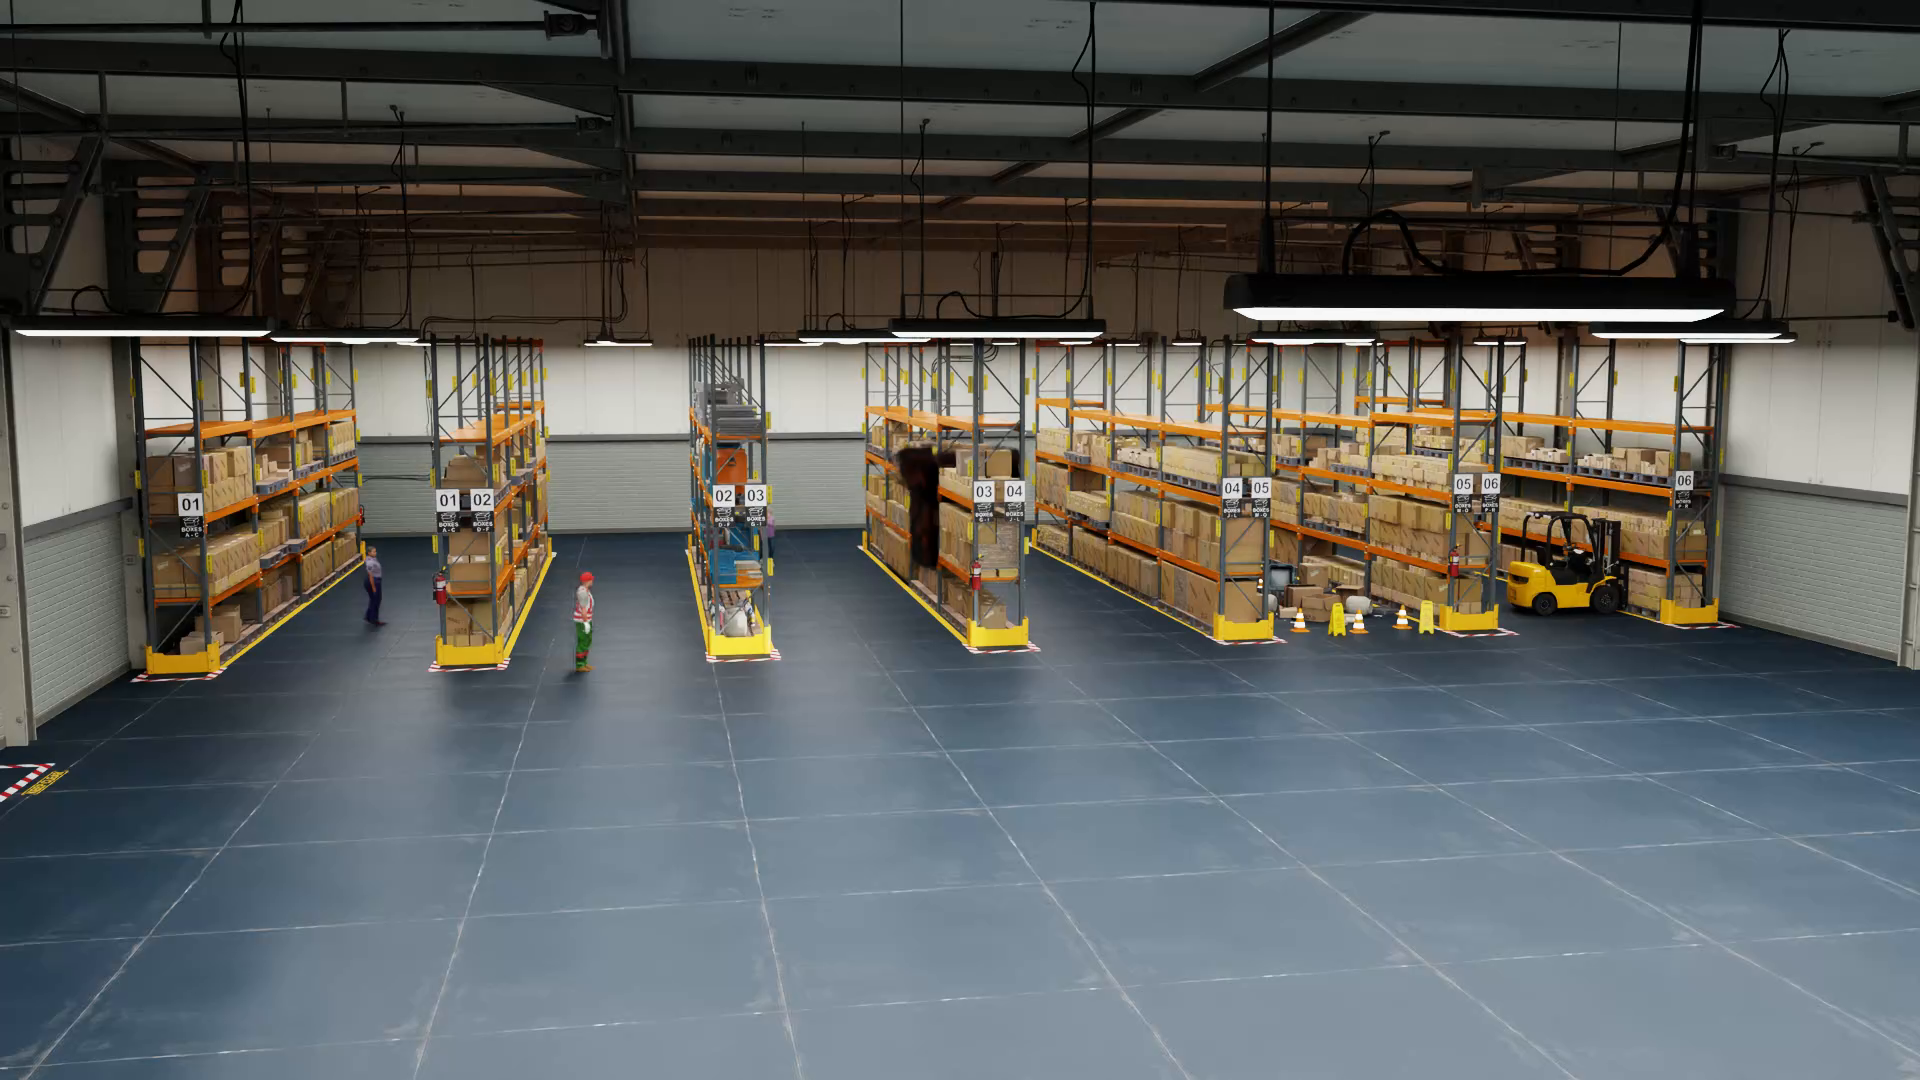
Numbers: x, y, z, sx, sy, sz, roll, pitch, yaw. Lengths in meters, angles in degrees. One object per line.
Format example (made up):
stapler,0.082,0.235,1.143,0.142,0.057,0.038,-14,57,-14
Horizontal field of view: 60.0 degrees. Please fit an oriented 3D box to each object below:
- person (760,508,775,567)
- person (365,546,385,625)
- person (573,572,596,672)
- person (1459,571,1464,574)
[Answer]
person,-5.084,-0.082,43.864,0.418,1.542,0.847,-2,7,-20
person,-12.206,0.943,34.599,0.380,1.653,0.521,-4,8,-32
person,-6.669,1.451,29.585,0.408,1.785,0.593,0,7,-2
person,11.699,0.518,38.735,0.527,1.575,0.490,5,8,39
